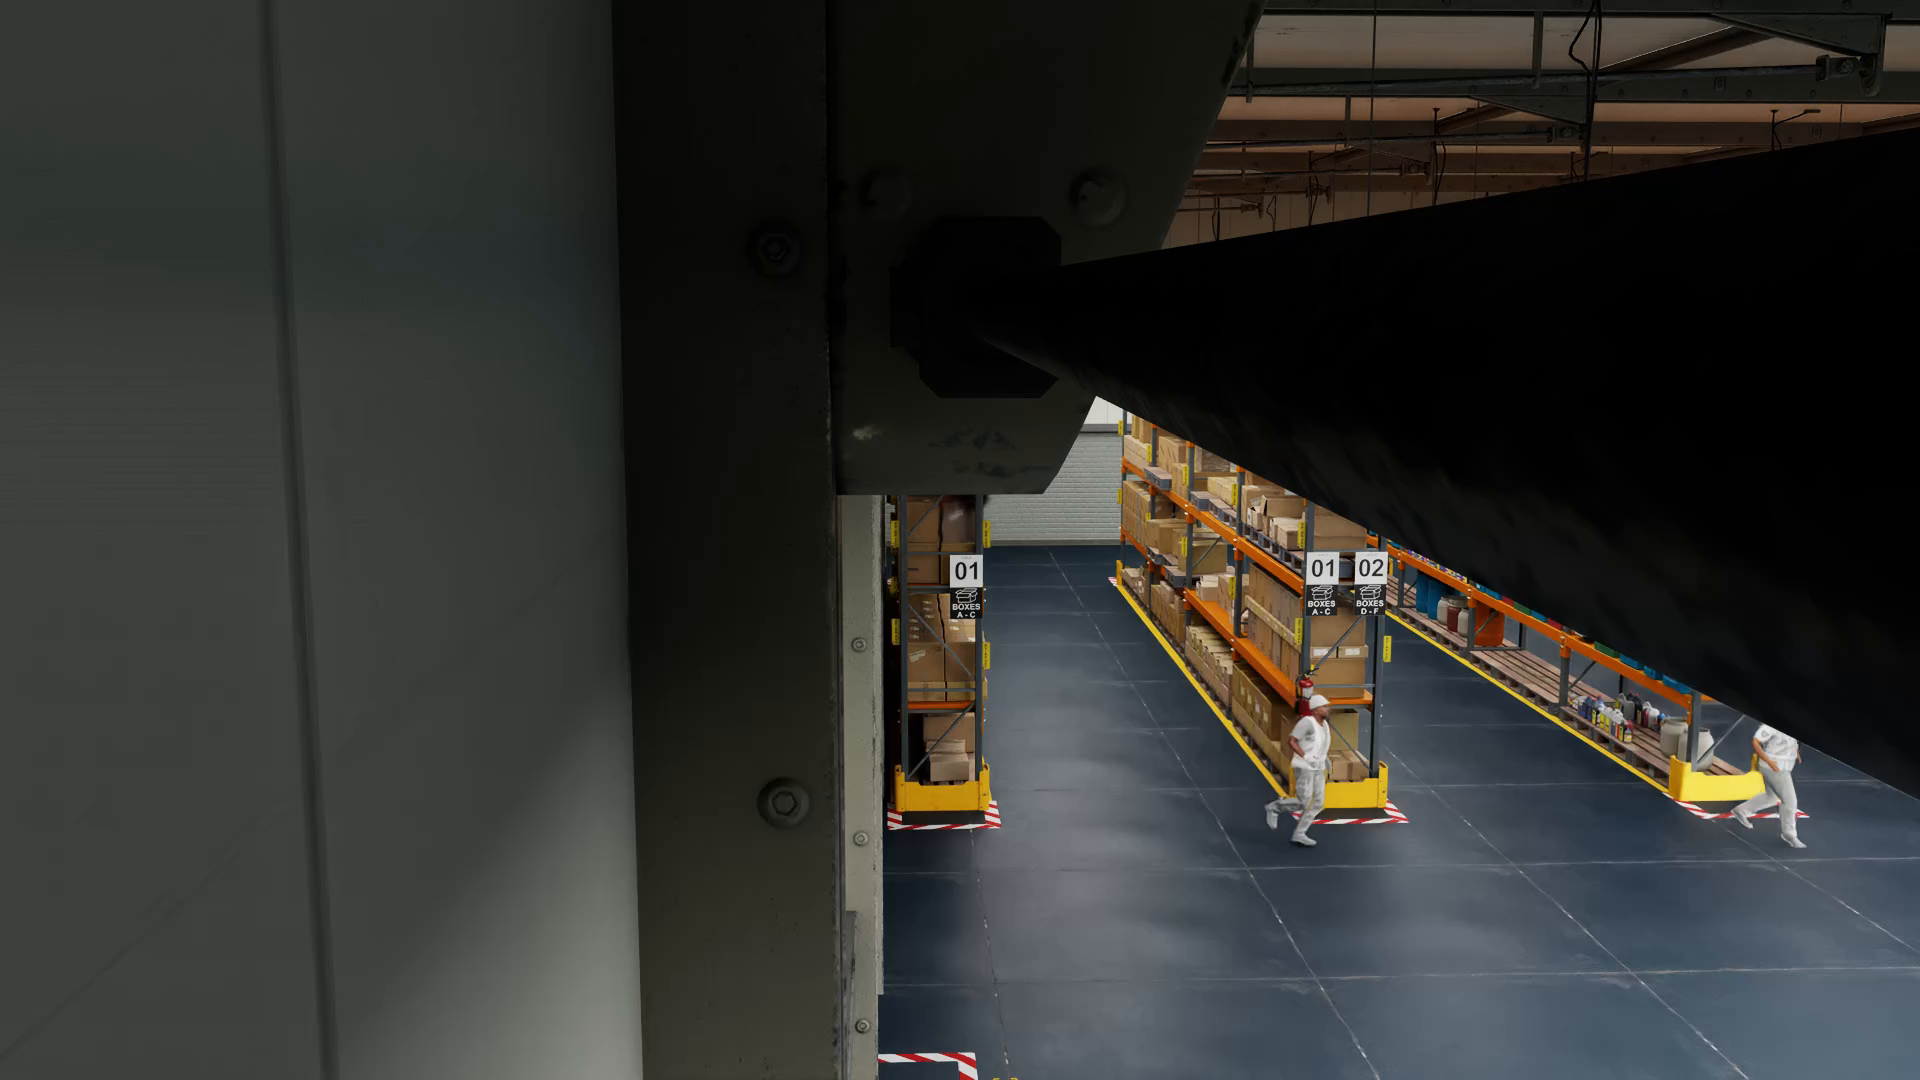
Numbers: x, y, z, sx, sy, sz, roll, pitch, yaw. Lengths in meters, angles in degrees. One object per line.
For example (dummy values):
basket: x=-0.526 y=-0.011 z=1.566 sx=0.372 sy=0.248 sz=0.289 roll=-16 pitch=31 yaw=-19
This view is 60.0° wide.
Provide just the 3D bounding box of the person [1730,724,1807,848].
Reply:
person: x=9.490 y=2.687 z=19.406 sx=0.857 sy=1.698 sz=0.636 roll=6 pitch=10 yaw=35

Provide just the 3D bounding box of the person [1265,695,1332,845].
person: x=4.035 y=2.640 z=19.491 sx=0.689 sy=1.695 sz=0.725 roll=8 pitch=12 yaw=43
